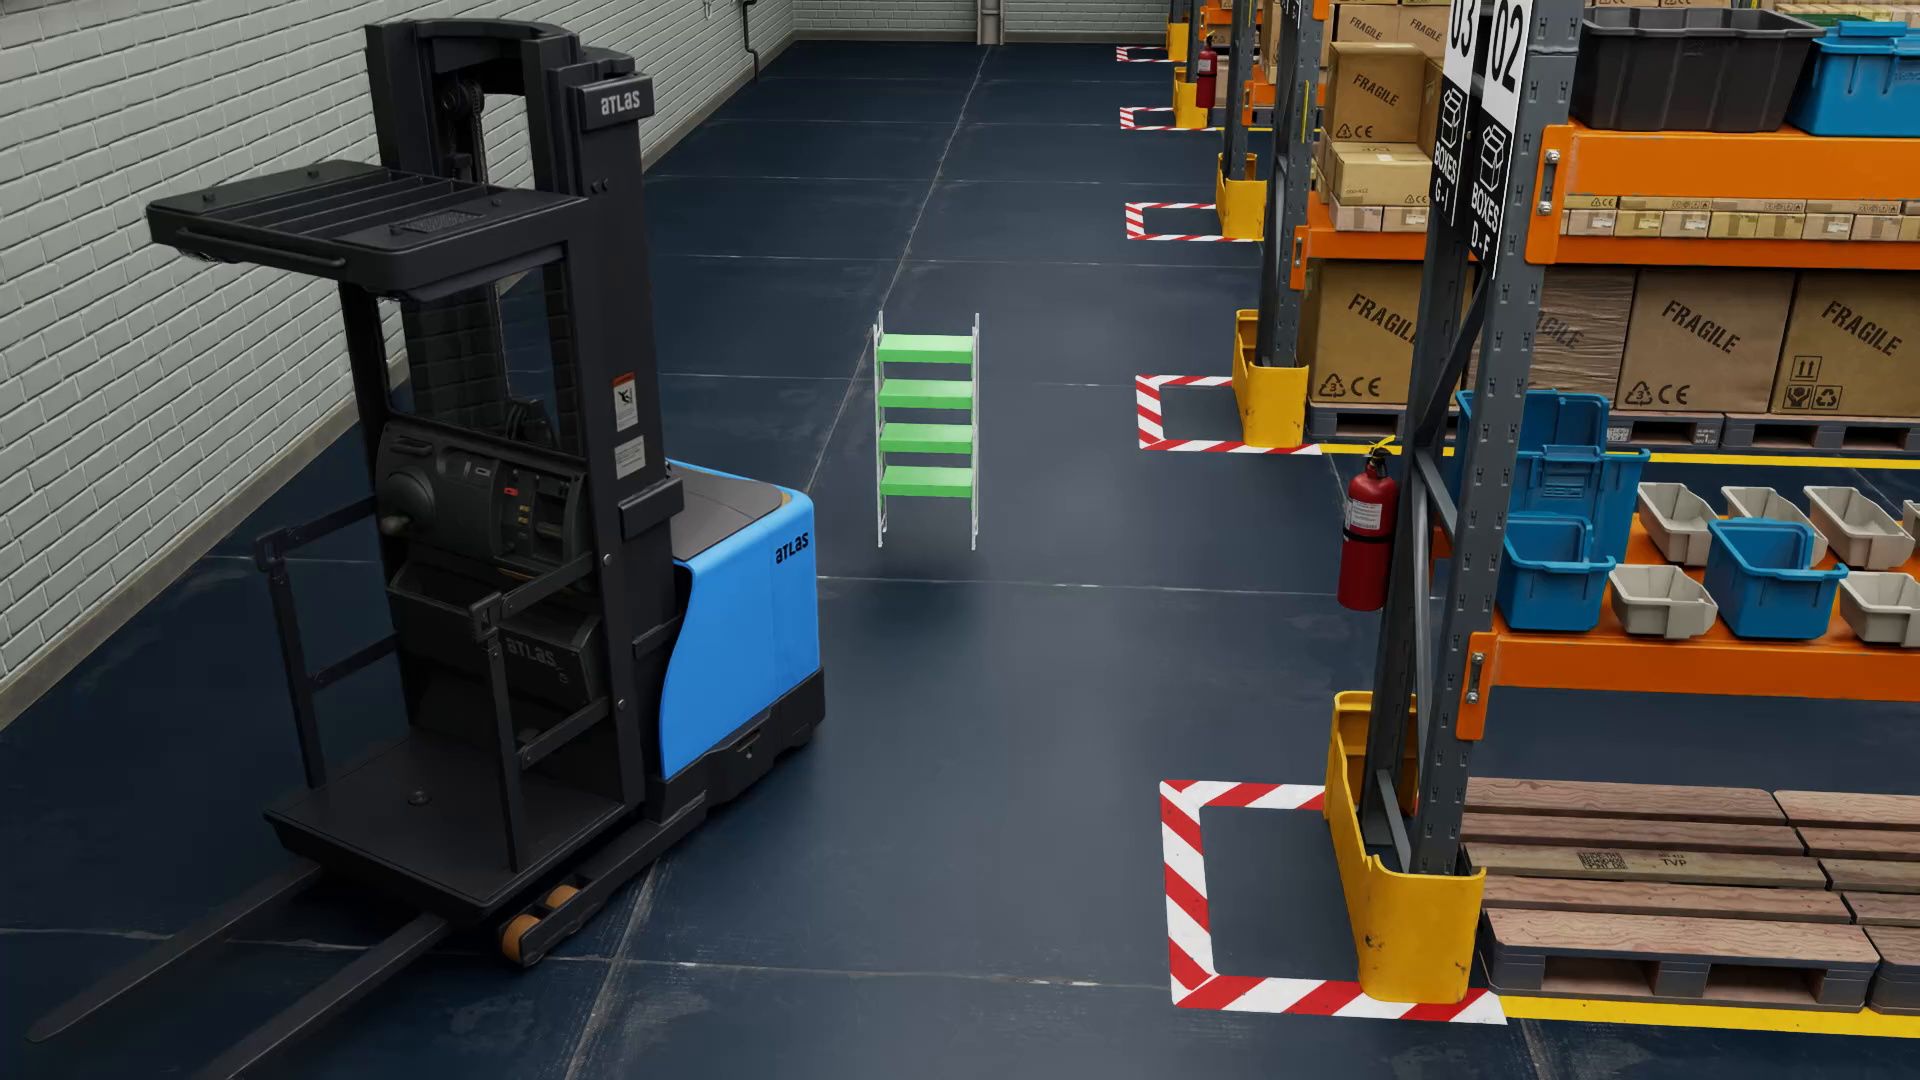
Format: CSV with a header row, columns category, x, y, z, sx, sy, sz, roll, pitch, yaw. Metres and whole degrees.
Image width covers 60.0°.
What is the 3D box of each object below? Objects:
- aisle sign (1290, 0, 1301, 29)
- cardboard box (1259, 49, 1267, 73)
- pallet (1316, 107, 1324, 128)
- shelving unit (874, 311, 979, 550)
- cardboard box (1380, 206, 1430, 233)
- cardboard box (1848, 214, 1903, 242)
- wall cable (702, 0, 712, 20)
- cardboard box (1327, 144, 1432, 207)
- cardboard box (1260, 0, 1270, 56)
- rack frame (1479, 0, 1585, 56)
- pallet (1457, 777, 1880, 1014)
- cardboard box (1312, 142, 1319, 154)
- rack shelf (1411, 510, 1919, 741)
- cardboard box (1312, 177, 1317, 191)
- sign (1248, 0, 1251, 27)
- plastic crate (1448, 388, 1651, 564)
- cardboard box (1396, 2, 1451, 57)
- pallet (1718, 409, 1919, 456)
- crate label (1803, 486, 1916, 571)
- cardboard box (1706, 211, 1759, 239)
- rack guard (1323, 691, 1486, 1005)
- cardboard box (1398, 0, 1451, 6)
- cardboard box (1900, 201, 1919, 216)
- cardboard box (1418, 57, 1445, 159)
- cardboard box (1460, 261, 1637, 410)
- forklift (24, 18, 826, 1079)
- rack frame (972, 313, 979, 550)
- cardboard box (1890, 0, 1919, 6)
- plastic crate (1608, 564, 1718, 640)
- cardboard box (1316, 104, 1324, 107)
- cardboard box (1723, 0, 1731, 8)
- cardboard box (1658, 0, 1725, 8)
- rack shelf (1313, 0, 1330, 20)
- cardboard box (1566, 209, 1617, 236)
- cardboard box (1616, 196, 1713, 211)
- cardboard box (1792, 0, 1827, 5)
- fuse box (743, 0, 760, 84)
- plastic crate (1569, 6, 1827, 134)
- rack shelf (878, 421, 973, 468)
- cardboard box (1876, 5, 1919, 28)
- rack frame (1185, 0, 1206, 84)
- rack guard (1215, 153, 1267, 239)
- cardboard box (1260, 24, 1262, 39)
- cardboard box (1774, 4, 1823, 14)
category,x,y,z,sx,sy,sz,roll,pitch,yaw
aisle sign,1.851,-3.215,9.040,0.004,0.787,0.394,2,25,4
cardboard box,2.773,-4.214,14.621,0.250,0.149,0.380,2,25,4
pallet,4.721,-4.988,19.337,1.213,0.211,1.003,2,25,4
shelving unit,-0.165,-0.550,8.511,0.503,1.200,0.258,2,25,4
cardboard box,2.530,-1.887,9.562,0.250,0.149,0.380,1,25,3
cardboard box,5.092,-1.805,9.384,0.250,0.149,0.380,1,25,3
wall cable,-2.920,-6.934,18.978,0.123,1.953,0.585,2,25,4
cardboard box,2.404,-2.096,9.541,0.500,0.250,0.500,1,25,3
cardboard box,2.894,-4.495,14.454,0.500,0.500,0.500,2,25,5
rack frame,1.567,-2.818,4.109,0.127,3.000,1.000,2,25,4
pallet,2.386,1.216,5.854,1.213,0.211,1.003,2,25,4
cardboard box,3.220,-3.444,14.842,0.250,0.149,0.380,2,25,5
rack shelf,3.561,0.298,5.375,4.000,0.370,1.077,2,25,4
cardboard box,3.198,-3.096,14.442,0.250,0.149,0.380,2,25,4
sign,2.385,-4.388,13.663,0.005,0.325,0.100,2,25,4
plastic crate,1.915,-0.203,5.489,0.499,0.435,0.616,2,25,4
cardboard box,3.876,-4.245,13.911,0.500,0.500,0.500,2,25,5
pallet,5.182,-0.819,10.278,1.213,0.211,1.003,2,25,4
crate label,2.961,-0.036,5.483,0.243,0.136,0.396,2,25,4
cardboard box,4.323,-1.829,9.438,0.250,0.149,0.380,1,25,3
rack guard,1.542,1.047,5.876,0.348,0.500,1.175,2,25,4
cardboard box,3.874,-4.692,13.686,0.500,0.500,0.500,1,25,3
cardboard box,5.474,-2.001,9.334,0.500,0.250,0.500,1,25,3
cardboard box,2.902,-2.421,9.349,0.500,0.500,0.500,1,25,3
cardboard box,3.497,-1.366,10.171,0.875,0.875,0.875,2,25,4
forklift,-1.749,-0.114,5.491,1.130,2.935,3.031,14,28,28
rack frame,0.078,-0.543,8.494,0.015,1.200,0.240,2,25,4
cardboard box,7.862,-4.474,13.970,0.250,0.149,0.380,1,25,2
plastic crate,2.101,0.190,4.993,0.298,0.136,0.250,2,25,4
cardboard box,4.283,-5.309,19.262,0.875,0.438,0.875,2,25,5
cardboard box,8.137,-5.928,18.225,0.500,0.250,0.500,2,25,4
cardboard box,5.925,-4.630,13.553,0.500,0.500,0.500,1,25,2
rack shelf,3.940,-3.129,9.234,4.000,0.370,1.077,2,25,4
cardboard box,3.557,-1.854,9.491,0.250,0.149,0.380,2,25,3
cardboard box,3.944,-2.050,9.441,0.500,0.250,0.500,1,25,3
cardboard box,7.098,-4.500,14.028,0.250,0.149,0.380,1,25,2
fuse box,-2.613,-6.744,21.359,0.414,1.711,0.539,2,25,4
plastic crate,1.929,-1.268,4.484,0.590,0.269,0.497,2,25,4
rack shelf,-0.165,-0.492,8.537,0.480,0.148,0.258,2,25,4
cardboard box,7.555,-4.211,13.400,0.250,0.149,0.380,2,25,3
rack frame,2.704,-6.288,18.826,0.127,3.000,1.000,2,25,4
rack guard,2.502,-3.083,14.852,0.348,0.500,1.175,2,25,4
cardboard box,4.533,-7.309,23.534,0.500,0.500,0.700,3,25,6
cardboard box,6.772,-4.236,13.453,0.250,0.149,0.380,3,25,7
